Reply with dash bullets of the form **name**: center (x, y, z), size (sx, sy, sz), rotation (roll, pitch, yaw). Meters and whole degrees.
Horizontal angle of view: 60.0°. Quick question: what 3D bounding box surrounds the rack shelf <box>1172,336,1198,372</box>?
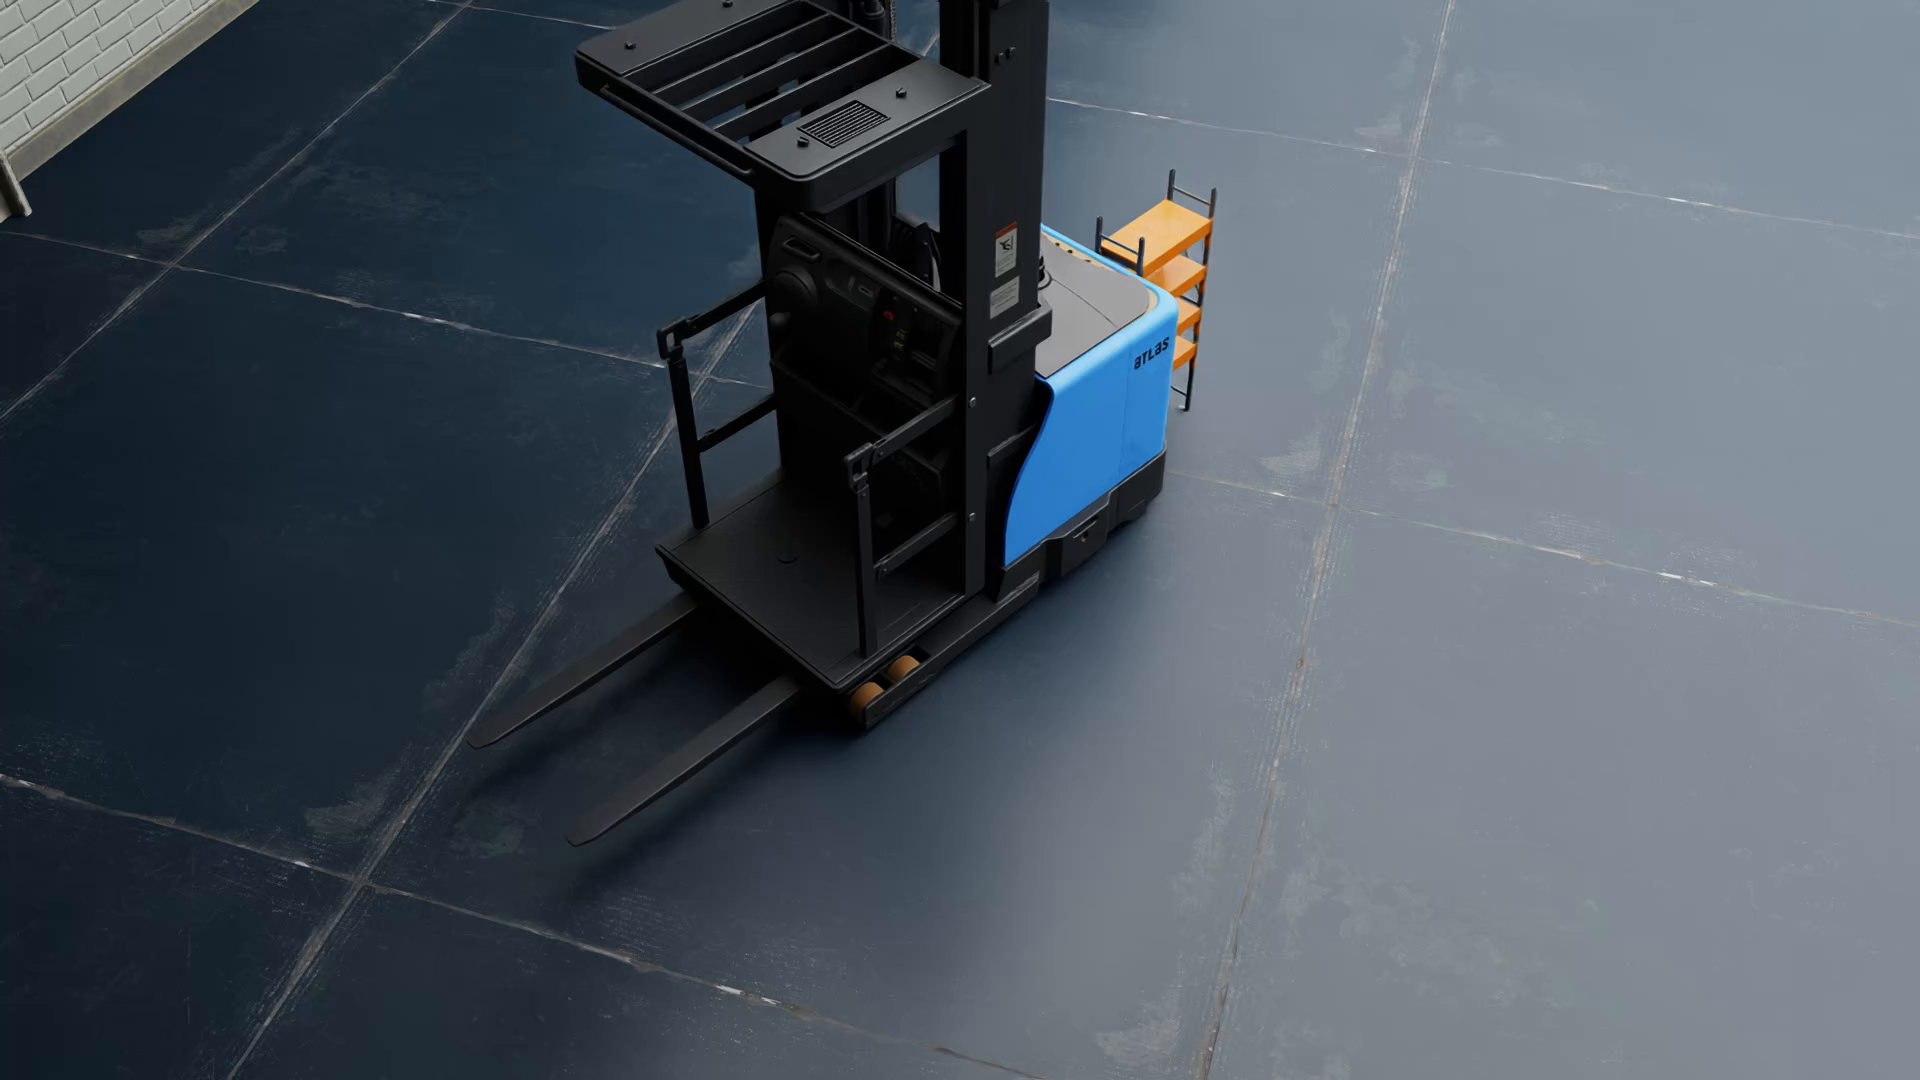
- **rack shelf**: center (0.816, -0.771, 7.459), size (0.258, 0.148, 0.480), rotation (33, 53, 29)

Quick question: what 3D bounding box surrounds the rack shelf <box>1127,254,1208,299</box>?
- **rack shelf**: center (0.816, -1.073, 7.164), size (0.258, 0.148, 0.480), rotation (33, 53, 29)

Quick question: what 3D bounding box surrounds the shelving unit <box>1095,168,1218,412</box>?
- **shelving unit**: center (0.816, -0.961, 7.273), size (0.258, 1.200, 0.503), rotation (33, 53, 29)

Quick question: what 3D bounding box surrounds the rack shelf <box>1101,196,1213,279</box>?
- **rack shelf**: center (0.816, -1.242, 6.998), size (0.258, 0.148, 0.480), rotation (33, 53, 29)

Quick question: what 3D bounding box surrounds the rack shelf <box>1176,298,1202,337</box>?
- **rack shelf**: center (0.816, -0.913, 7.320), size (0.258, 0.148, 0.480), rotation (33, 53, 29)

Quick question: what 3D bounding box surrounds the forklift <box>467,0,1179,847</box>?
- **forklift**: center (-0.506, -0.745, 5.814), size (1.130, 2.935, 3.031), rotation (35, 54, 30)

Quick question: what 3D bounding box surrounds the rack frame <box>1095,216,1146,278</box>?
- **rack frame**: center (0.651, -0.835, 7.144), size (0.240, 1.200, 0.015), rotation (33, 53, 29)

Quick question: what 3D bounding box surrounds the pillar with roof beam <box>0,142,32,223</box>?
- **pillar with roof beam**: center (-1.097, -3.976, 4.778), size (9.100, 9.000, 0.400), rotation (13, 46, 13)

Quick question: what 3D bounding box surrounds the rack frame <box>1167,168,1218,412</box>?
- **rack frame**: center (0.981, -1.087, 7.402), size (0.240, 1.200, 0.015), rotation (33, 53, 29)
